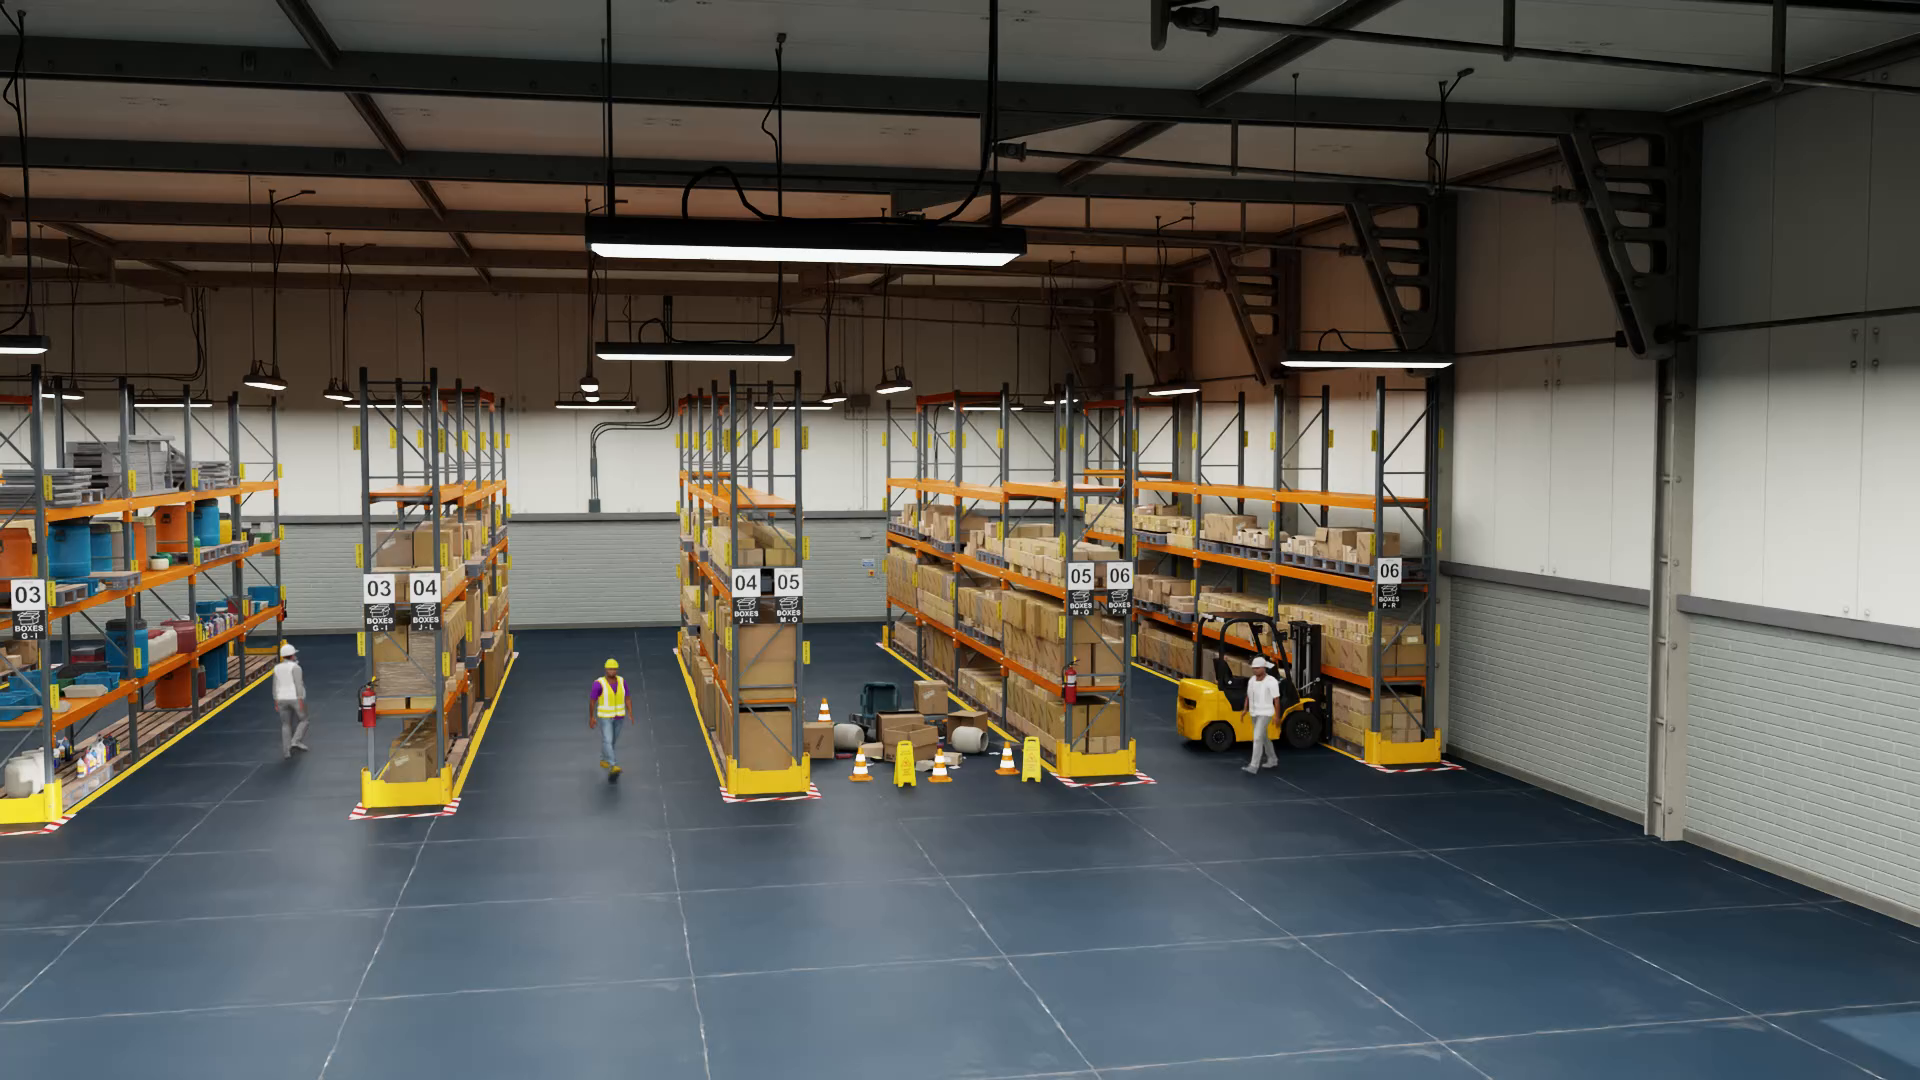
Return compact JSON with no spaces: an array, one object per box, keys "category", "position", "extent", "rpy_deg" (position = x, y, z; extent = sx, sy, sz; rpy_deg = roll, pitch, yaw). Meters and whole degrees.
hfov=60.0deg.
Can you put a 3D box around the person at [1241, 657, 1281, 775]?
[{"category":"person","position":[4.507,2.638,25.146],"extent":[0.911,1.741,0.568],"rpy_deg":[-2,4,-29]}]

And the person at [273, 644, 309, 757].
[{"category":"person","position":[-10.636,2.541,26.390],"extent":[0.579,1.763,0.495],"rpy_deg":[0,3,-2]}]

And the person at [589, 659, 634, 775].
[{"category":"person","position":[-5.183,2.636,24.918],"extent":[0.590,1.699,1.082],"rpy_deg":[-3,5,-41]}]
